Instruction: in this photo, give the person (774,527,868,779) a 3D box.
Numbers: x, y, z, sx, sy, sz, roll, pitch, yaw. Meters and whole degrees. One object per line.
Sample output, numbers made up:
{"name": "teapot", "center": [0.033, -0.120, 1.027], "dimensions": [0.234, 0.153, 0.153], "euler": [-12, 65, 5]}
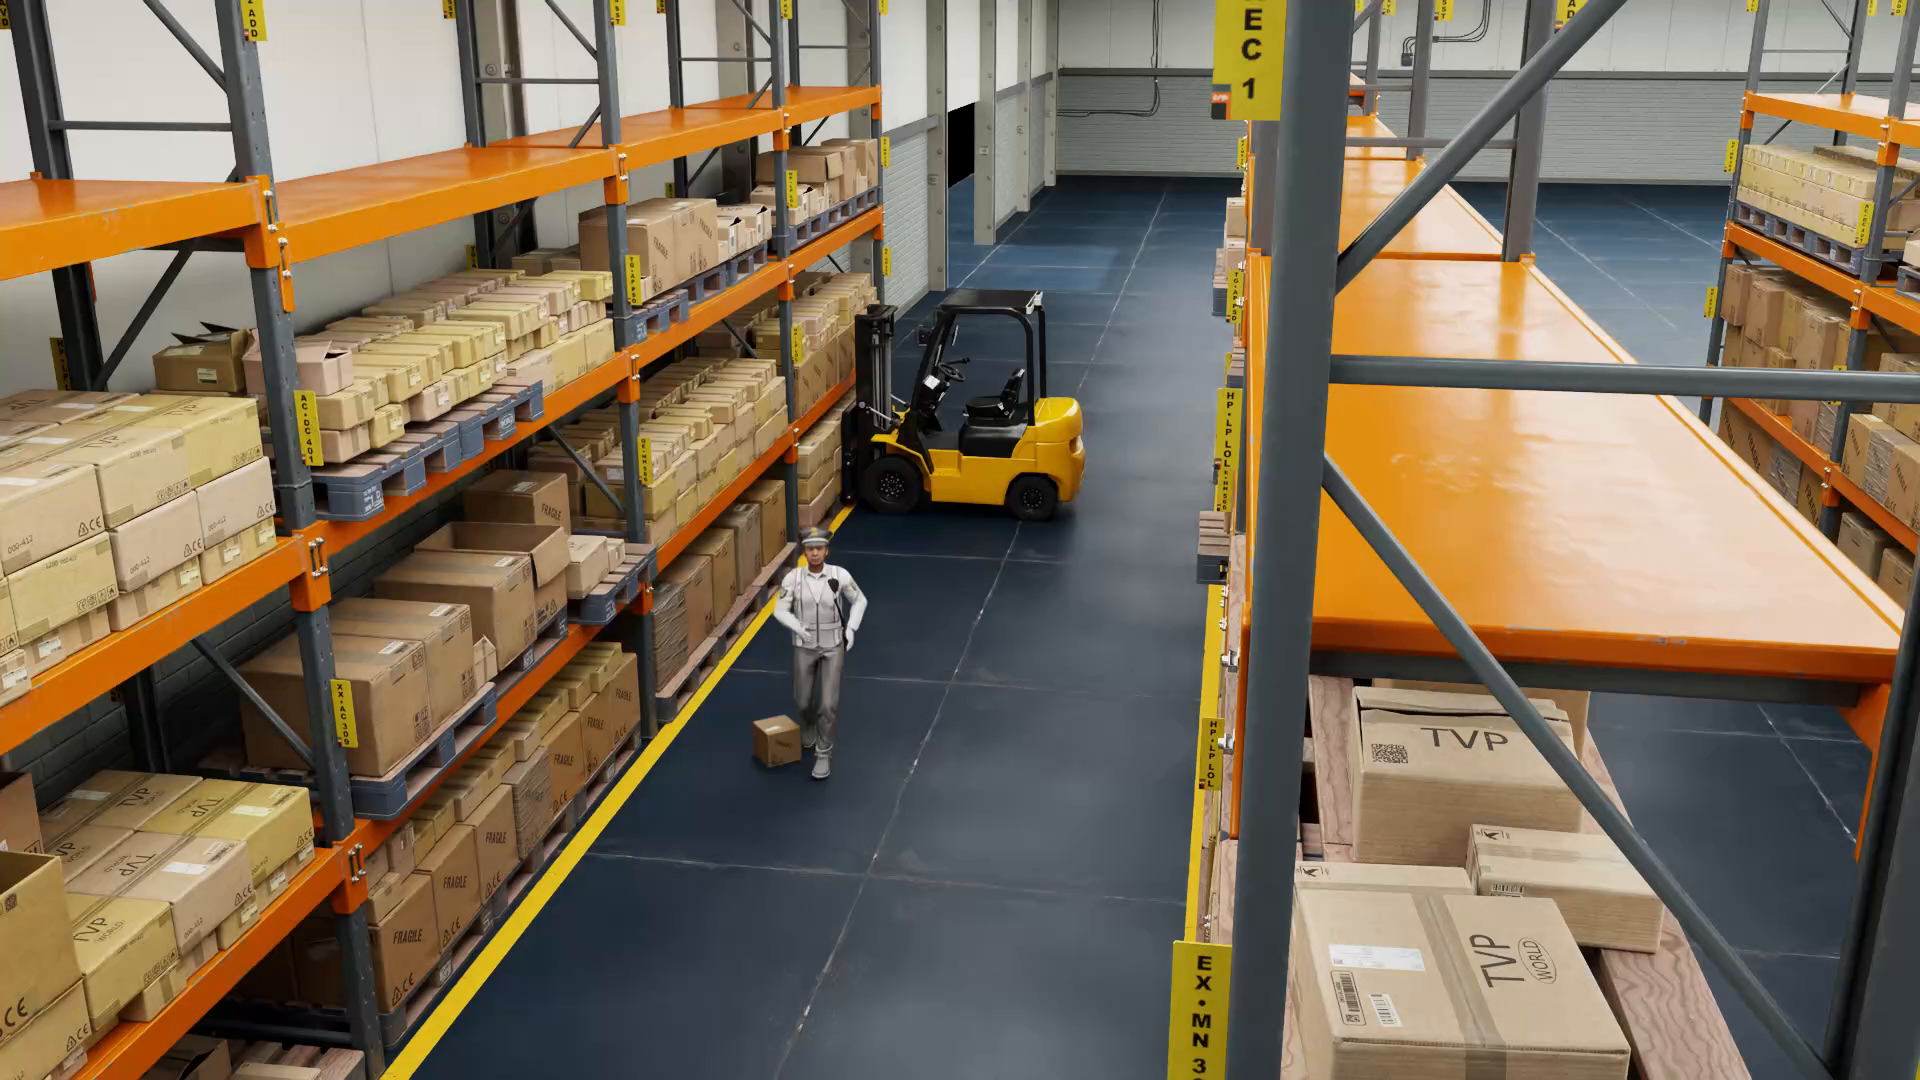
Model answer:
{"name": "person", "center": [-0.941, 0.724, 11.233], "dimensions": [0.631, 1.665, 0.682], "euler": [0, 18, -1]}
